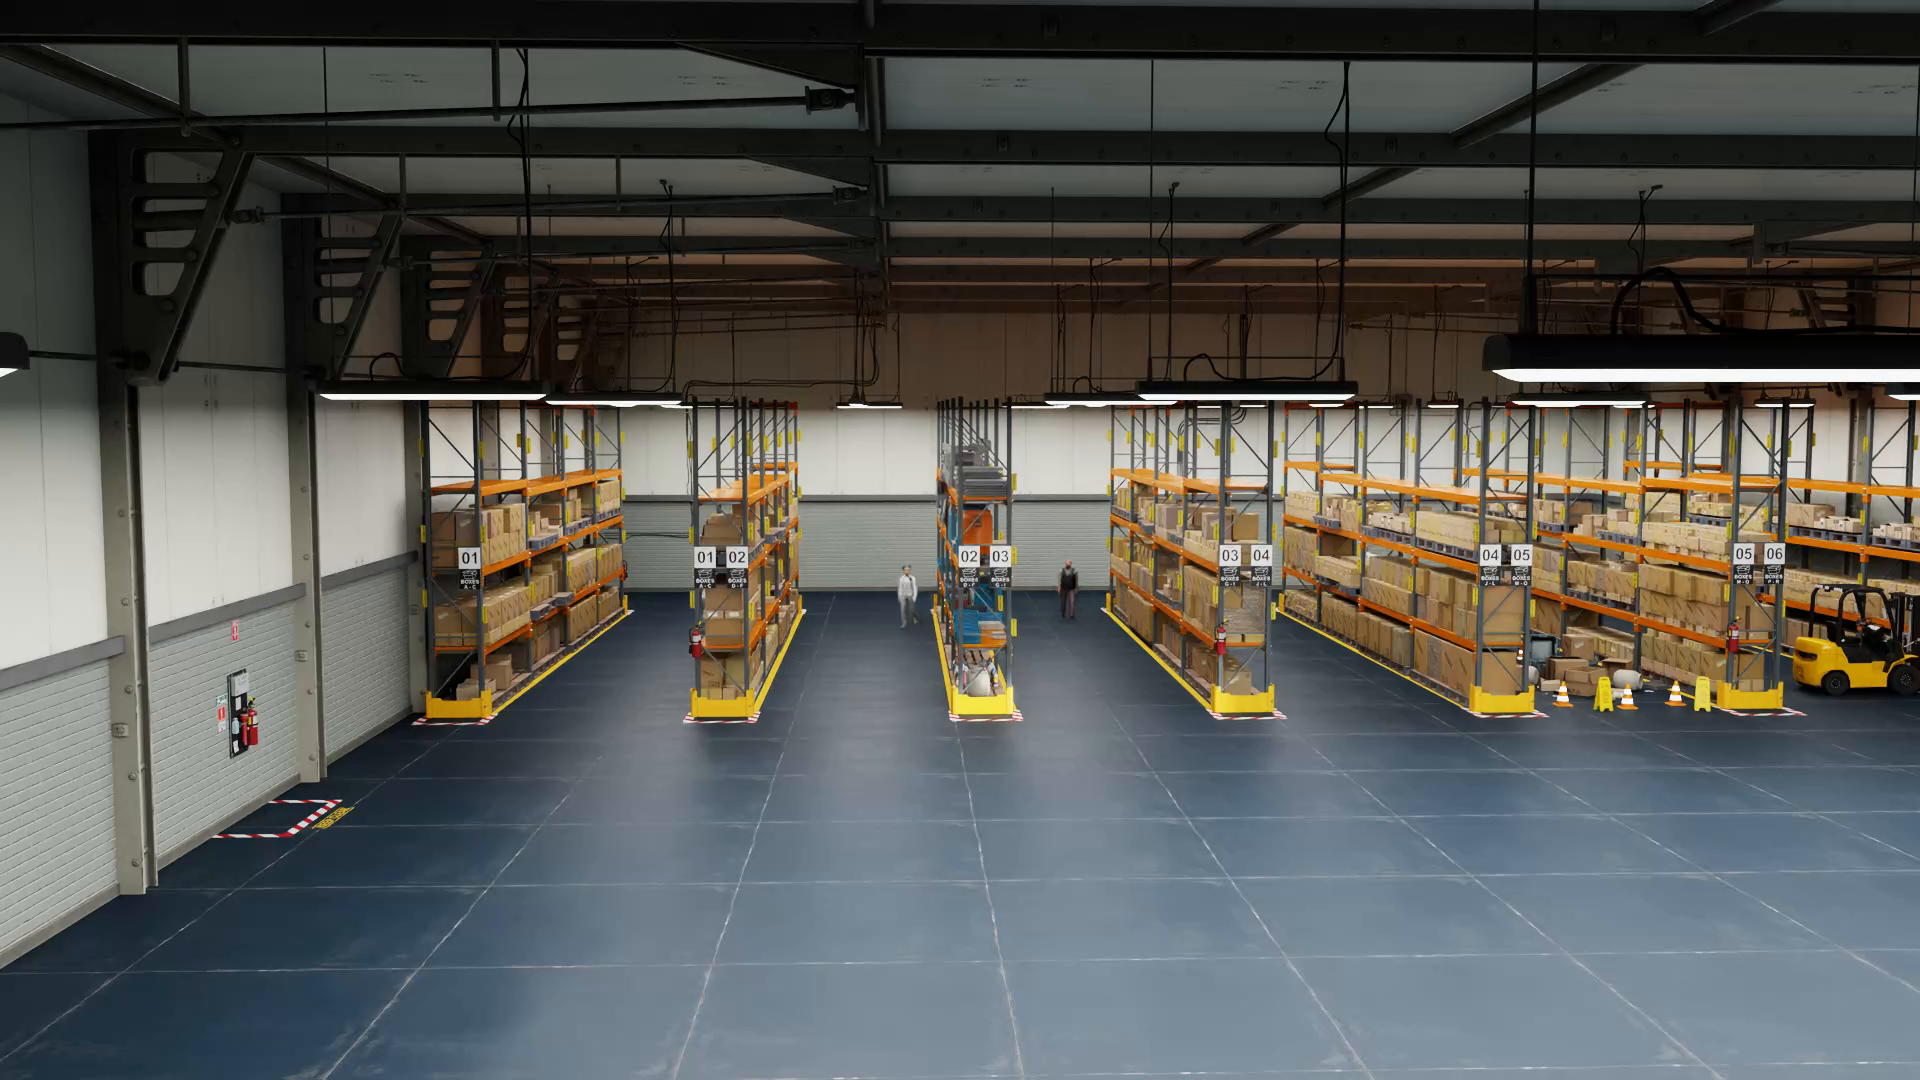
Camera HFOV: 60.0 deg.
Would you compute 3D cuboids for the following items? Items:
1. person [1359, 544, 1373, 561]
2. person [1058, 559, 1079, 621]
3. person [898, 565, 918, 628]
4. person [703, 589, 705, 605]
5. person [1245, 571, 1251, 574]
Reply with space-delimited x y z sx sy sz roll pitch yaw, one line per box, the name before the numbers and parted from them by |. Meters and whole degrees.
person | 12.291 0.953 50.484 0.940 1.715 0.617 -2 5 -27
person | 2.970 1.358 45.623 0.604 1.682 0.988 0 4 -4
person | -1.376 1.481 44.088 0.523 1.651 0.770 1 5 17
person | -6.477 1.561 43.063 0.374 1.672 0.524 0 4 -4
person | 7.839 1.321 45.272 0.592 1.809 0.531 1 4 8
